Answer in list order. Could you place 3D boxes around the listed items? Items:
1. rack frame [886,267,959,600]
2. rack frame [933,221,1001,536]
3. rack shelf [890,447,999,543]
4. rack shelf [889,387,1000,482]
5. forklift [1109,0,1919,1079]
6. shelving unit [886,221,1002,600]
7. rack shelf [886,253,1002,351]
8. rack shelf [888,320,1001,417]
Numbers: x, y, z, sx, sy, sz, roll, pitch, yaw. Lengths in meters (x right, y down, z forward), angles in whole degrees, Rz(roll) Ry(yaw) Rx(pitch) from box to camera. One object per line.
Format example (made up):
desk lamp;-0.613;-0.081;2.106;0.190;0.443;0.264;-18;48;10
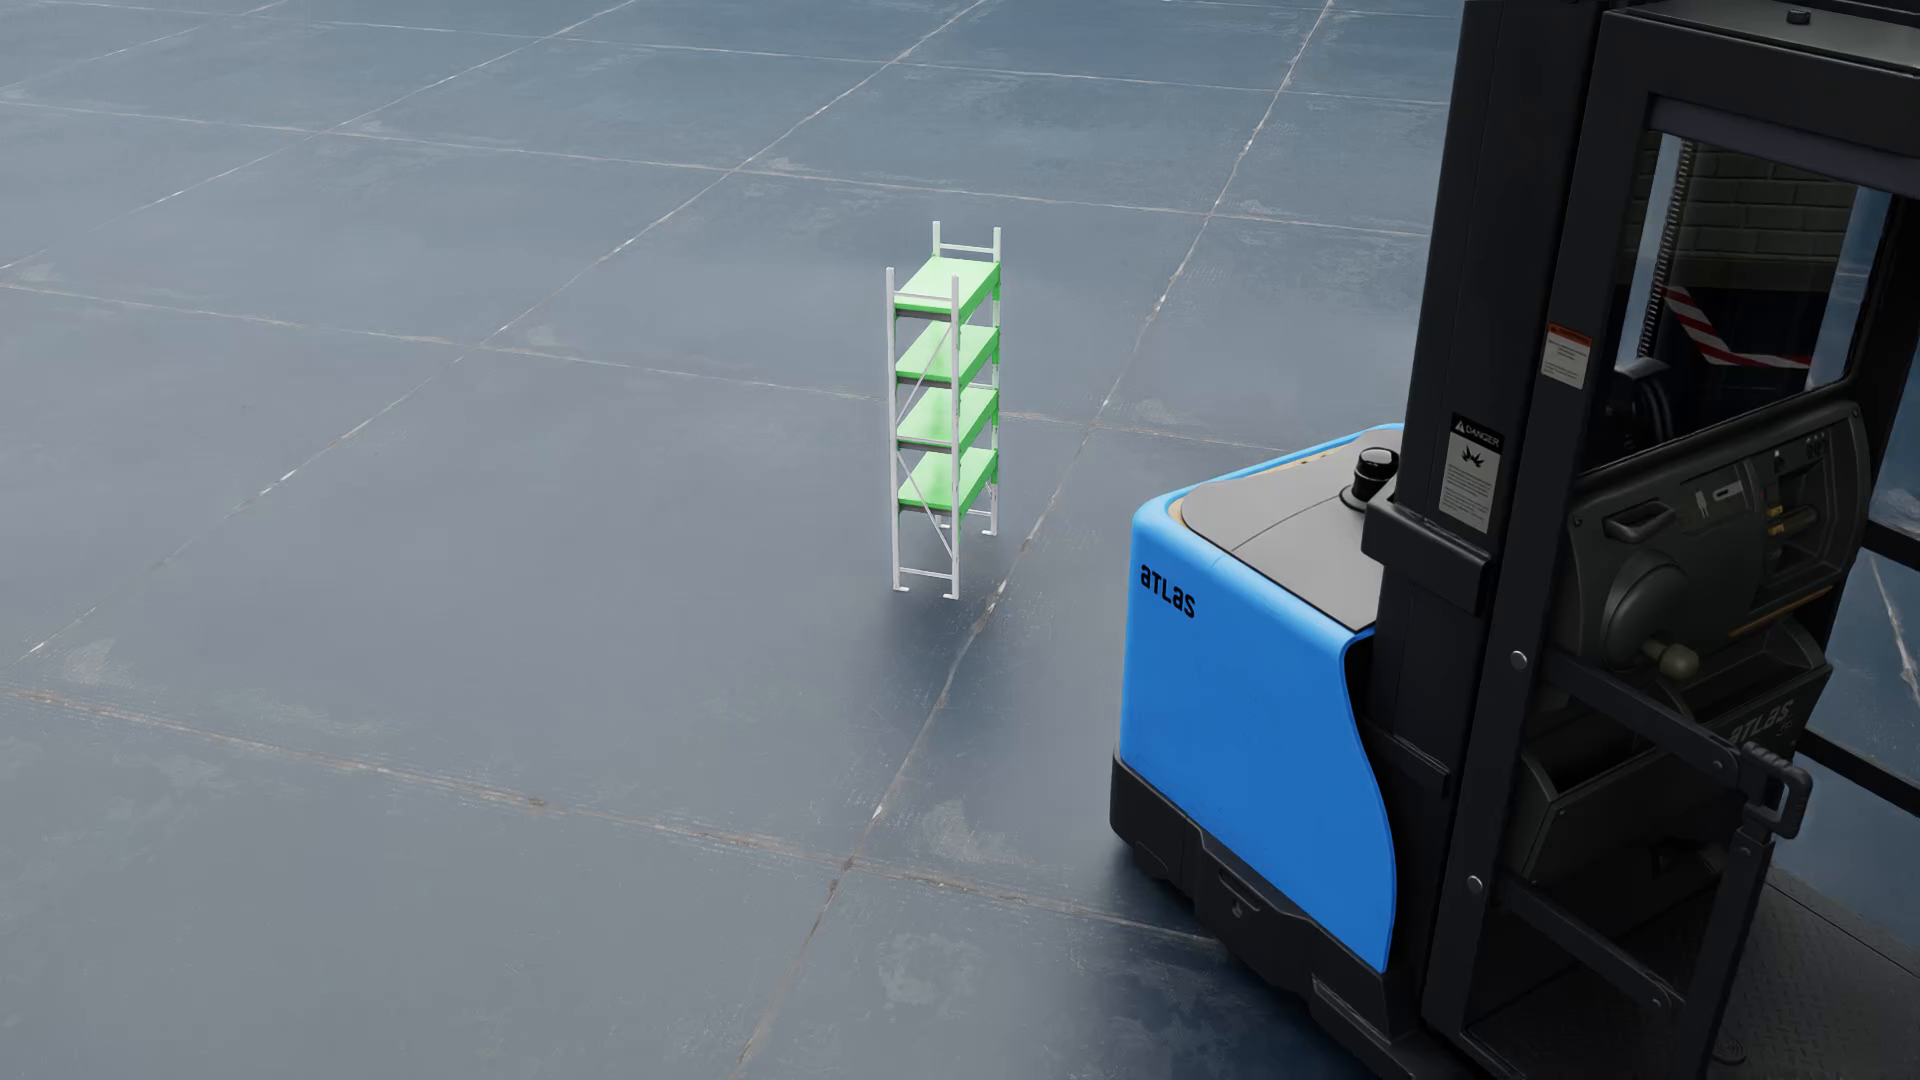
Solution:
rack frame;-0.120;-0.334;5.616;0.240;1.200;0.015;8;30;15
rack frame;0.023;-0.561;6.024;0.240;1.200;0.015;8;30;15
rack shelf;-0.049;-0.182;5.968;0.258;0.148;0.480;8;30;15
rack shelf;-0.049;-0.392;5.851;0.258;0.148;0.480;8;30;15
forklift;1.642;0.038;3.166;1.130;2.935;3.031;-17;34;-28
shelving unit;-0.049;-0.447;5.820;0.258;1.200;0.503;8;30;15
rack shelf;-0.049;-0.811;5.618;0.258;0.148;0.480;8;30;15
rack shelf;-0.049;-0.601;5.734;0.258;0.148;0.480;8;30;15
